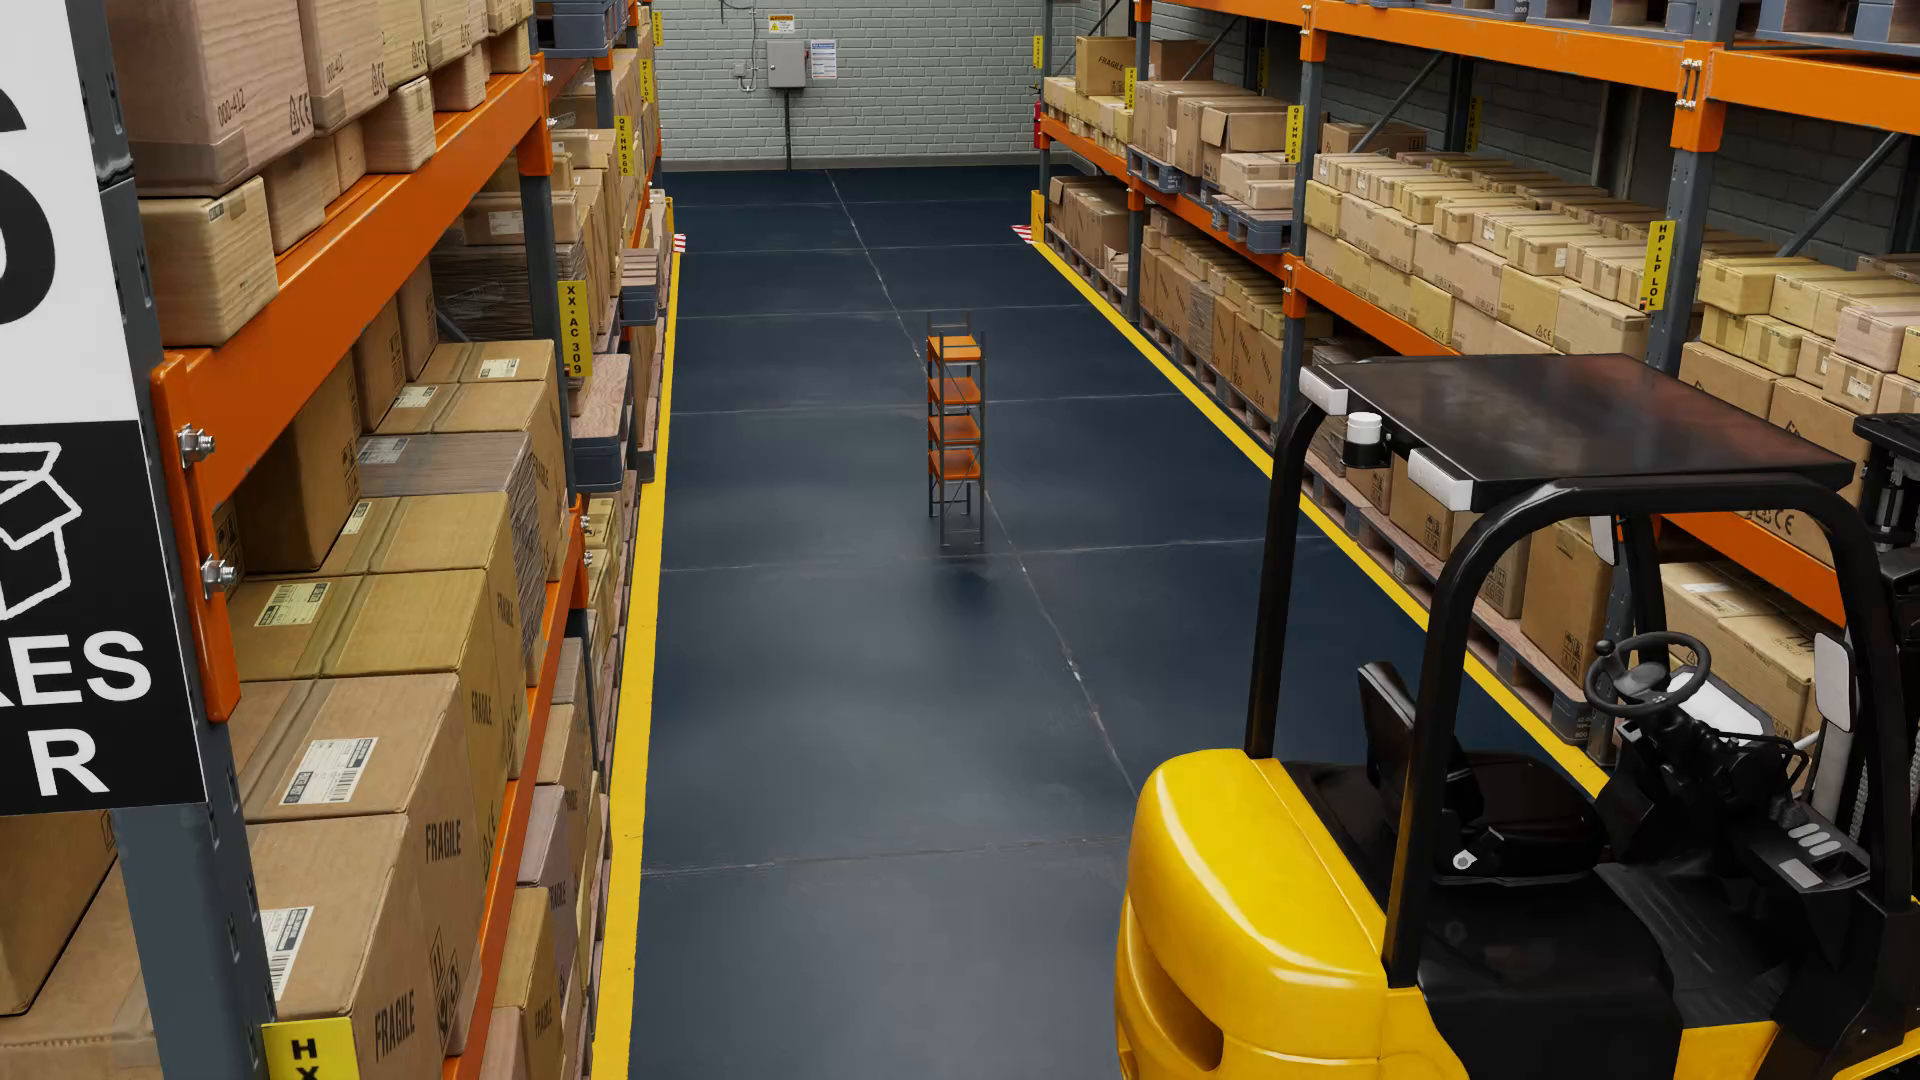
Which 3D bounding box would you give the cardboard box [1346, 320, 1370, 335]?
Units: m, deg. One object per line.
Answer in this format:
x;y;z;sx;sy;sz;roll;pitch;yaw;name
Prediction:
2.736;-1.435;10.818;0.380;0.149;0.250;-2;21;-5;cardboard box

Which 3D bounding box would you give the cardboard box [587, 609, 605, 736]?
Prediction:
-1.910;0.580;6.532;0.950;0.372;0.625;-3;21;-7;cardboard box

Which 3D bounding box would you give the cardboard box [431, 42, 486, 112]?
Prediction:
-1.350;-1.110;3.972;0.380;0.149;0.250;-2;21;-6;cardboard box

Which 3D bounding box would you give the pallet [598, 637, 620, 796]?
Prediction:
-1.946;0.764;6.869;1.003;0.211;1.213;-3;21;-8;pallet

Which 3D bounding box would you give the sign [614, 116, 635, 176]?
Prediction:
-1.873;-2.194;9.261;0.100;0.325;0.005;-3;21;-8;sign

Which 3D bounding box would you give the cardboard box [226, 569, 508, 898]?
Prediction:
-1.202;0.392;3.311;0.500;0.500;0.500;-3;21;-9;cardboard box

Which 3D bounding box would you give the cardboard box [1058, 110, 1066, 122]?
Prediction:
1.208;-4.348;16.930;0.380;0.149;0.250;-2;21;-6;cardboard box

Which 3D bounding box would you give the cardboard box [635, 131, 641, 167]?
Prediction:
-2.521;-2.715;11.697;0.500;0.250;0.500;-2;21;-6;cardboard box

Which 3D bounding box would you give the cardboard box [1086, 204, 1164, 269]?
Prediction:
1.578;-2.831;15.482;0.700;0.500;0.500;-4;21;-10;cardboard box

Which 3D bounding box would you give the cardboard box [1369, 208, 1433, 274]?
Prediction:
2.454;-1.552;8.584;0.500;0.250;0.500;-3;21;-9;cardboard box

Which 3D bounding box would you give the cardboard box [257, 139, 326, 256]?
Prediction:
-1.113;-0.487;2.304;0.380;0.149;0.250;-2;21;-6;cardboard box

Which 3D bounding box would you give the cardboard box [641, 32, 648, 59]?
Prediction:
-2.943;-4.088;14.303;0.500;0.500;0.500;-3;21;-7;cardboard box

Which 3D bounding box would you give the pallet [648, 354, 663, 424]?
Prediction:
-2.620;-1.050;11.725;1.003;0.211;1.213;-3;21;-8;pallet

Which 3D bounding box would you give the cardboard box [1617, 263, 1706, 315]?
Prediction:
2.810;-0.982;6.489;0.380;0.149;0.250;-2;21;-6;cardboard box

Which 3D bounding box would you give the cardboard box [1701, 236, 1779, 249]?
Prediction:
3.219;-1.190;7.045;0.380;0.149;0.250;-3;21;-8;cardboard box

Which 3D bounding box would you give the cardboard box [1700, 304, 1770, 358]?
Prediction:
2.865;-0.752;5.872;0.380;0.149;0.250;-3;21;-9;cardboard box

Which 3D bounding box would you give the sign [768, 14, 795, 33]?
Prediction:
-2.383;-6.890;22.196;0.339;0.242;0.001;-3;21;-8;sign

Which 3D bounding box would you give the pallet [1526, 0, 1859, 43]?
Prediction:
2.939;-2.145;6.658;0.805;0.209;1.217;-4;21;-10;pallet

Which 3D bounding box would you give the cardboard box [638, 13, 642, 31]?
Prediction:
-2.975;-4.513;14.512;0.380;0.149;0.250;-3;21;-8;cardboard box

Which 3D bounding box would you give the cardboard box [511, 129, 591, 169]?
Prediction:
-1.894;-1.792;7.633;0.380;0.149;0.250;-4;21;-10;cardboard box

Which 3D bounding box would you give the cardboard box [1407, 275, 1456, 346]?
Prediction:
2.547;-1.141;8.199;0.500;0.250;0.500;-2;21;-6;cardboard box

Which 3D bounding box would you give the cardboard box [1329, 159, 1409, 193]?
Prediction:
2.297;-2.043;9.328;0.380;0.149;0.250;-2;21;-7;cardboard box

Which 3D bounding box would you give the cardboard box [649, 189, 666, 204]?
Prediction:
-3.368;-3.201;16.561;0.875;0.438;0.875;-4;21;-10;cardboard box

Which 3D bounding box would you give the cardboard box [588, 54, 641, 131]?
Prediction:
-2.590;-3.237;12.025;0.500;0.500;0.500;-3;21;-7;cardboard box

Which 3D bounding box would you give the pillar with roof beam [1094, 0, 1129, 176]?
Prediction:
-2.407;-8.252;18.448;9.100;9.000;0.400;-3;21;-8;pillar with roof beam

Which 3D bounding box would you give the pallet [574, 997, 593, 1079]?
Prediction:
-1.521;1.687;4.397;1.003;0.211;1.213;-3;21;-8;pallet

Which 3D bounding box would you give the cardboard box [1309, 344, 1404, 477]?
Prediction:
2.579;-0.777;9.804;0.875;0.625;0.625;-2;21;-6;cardboard box

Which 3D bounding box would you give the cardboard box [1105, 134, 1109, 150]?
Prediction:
1.499;-3.544;14.778;0.380;0.149;0.250;-2;21;-6;cardboard box

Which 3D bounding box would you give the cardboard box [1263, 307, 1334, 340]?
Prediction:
2.181;-1.397;10.716;0.380;0.149;0.250;-4;21;-10;cardboard box

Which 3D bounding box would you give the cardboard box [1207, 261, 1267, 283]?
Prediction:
2.033;-1.946;12.183;0.380;0.149;0.250;-3;21;-8;cardboard box

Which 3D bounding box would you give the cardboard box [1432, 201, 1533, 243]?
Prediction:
2.482;-1.511;7.905;0.380;0.149;0.250;-3;21;-9;cardboard box

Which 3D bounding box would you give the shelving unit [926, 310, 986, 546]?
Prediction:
-0.024;-0.619;9.160;0.258;1.200;0.503;-3;21;-8;shelving unit

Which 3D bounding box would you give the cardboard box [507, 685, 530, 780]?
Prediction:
-1.254;0.470;4.031;0.380;0.149;0.250;-3;21;-7;cardboard box

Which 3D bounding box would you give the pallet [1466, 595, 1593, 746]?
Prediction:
2.935;0.529;7.499;1.003;0.211;1.213;-3;21;-8;pallet

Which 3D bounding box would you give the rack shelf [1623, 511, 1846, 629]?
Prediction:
3.368;0.505;4.606;1.077;0.370;4.000;-3;21;-8;rack shelf

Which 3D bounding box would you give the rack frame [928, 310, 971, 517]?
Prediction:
-0.059;-0.704;9.386;0.240;1.200;0.015;-3;21;-8;rack frame

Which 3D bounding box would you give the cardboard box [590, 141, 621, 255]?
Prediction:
-1.983;-1.719;8.363;0.500;0.500;0.500;-3;21;-9;cardboard box

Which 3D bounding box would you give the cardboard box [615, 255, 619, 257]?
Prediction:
-1.909;-1.374;8.366;0.380;0.149;0.250;-4;21;-10;cardboard box

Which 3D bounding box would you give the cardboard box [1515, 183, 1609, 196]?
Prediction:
3.059;-1.722;8.470;0.380;0.149;0.250;-3;21;-9;cardboard box

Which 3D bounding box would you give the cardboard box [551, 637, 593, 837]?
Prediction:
-1.481;0.658;5.424;0.500;0.500;0.500;-3;21;-9;cardboard box

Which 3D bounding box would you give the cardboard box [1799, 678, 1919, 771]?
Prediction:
2.985;0.631;5.140;0.500;0.250;0.500;-2;21;-6;cardboard box

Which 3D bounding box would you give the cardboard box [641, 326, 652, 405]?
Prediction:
-2.550;-1.412;11.145;0.875;0.875;0.875;-3;21;-7;cardboard box

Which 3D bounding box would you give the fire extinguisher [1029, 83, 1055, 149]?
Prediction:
0.871;-4.496;17.610;0.296;0.674;0.183;-3;21;-8;fire extinguisher

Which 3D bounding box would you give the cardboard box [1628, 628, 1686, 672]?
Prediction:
2.844;0.516;6.164;0.500;0.250;0.500;-3;21;-8;cardboard box

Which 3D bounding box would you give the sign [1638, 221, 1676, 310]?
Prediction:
2.544;-0.999;6.063;0.100;0.325;0.005;-3;21;-8;sign

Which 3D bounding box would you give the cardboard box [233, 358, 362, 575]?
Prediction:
-1.720;-0.235;3.562;0.700;0.500;0.500;-3;21;-8;cardboard box

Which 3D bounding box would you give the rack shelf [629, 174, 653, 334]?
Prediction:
-2.697;-2.013;11.348;1.077;0.370;4.000;-3;21;-8;rack shelf

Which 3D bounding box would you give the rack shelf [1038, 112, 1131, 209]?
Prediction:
1.638;-3.650;15.730;1.077;0.370;4.000;-3;21;-8;rack shelf

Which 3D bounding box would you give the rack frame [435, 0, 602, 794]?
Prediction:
-1.832;-0.273;5.660;1.000;3.000;0.127;-3;21;-8;rack frame

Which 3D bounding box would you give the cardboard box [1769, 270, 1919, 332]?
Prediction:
2.976;-0.804;5.587;0.380;0.149;0.250;-3;21;-7;cardboard box

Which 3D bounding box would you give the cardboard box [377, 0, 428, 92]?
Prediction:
-1.226;-0.902;2.847;0.500;0.250;0.500;-2;21;-6;cardboard box

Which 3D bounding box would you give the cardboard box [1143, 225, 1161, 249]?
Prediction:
1.715;-2.486;13.632;0.380;0.149;0.250;-2;21;-5;cardboard box

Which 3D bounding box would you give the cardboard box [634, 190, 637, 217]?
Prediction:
-2.466;-2.299;11.300;0.500;0.250;0.500;-3;21;-8;cardboard box

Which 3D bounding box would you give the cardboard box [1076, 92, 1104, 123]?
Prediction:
1.392;-4.052;15.567;0.500;0.250;0.500;-3;21;-9;cardboard box

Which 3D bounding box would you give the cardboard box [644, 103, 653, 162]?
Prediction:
-2.862;-3.440;13.996;0.500;0.500;0.500;-3;21;-7;cardboard box

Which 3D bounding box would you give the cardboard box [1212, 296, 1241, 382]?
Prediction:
2.089;-1.426;11.719;0.500;0.500;0.500;-2;21;-5;cardboard box

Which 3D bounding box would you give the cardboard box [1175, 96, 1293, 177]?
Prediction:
1.962;-2.908;11.973;0.700;0.500;0.500;-3;21;-8;cardboard box
